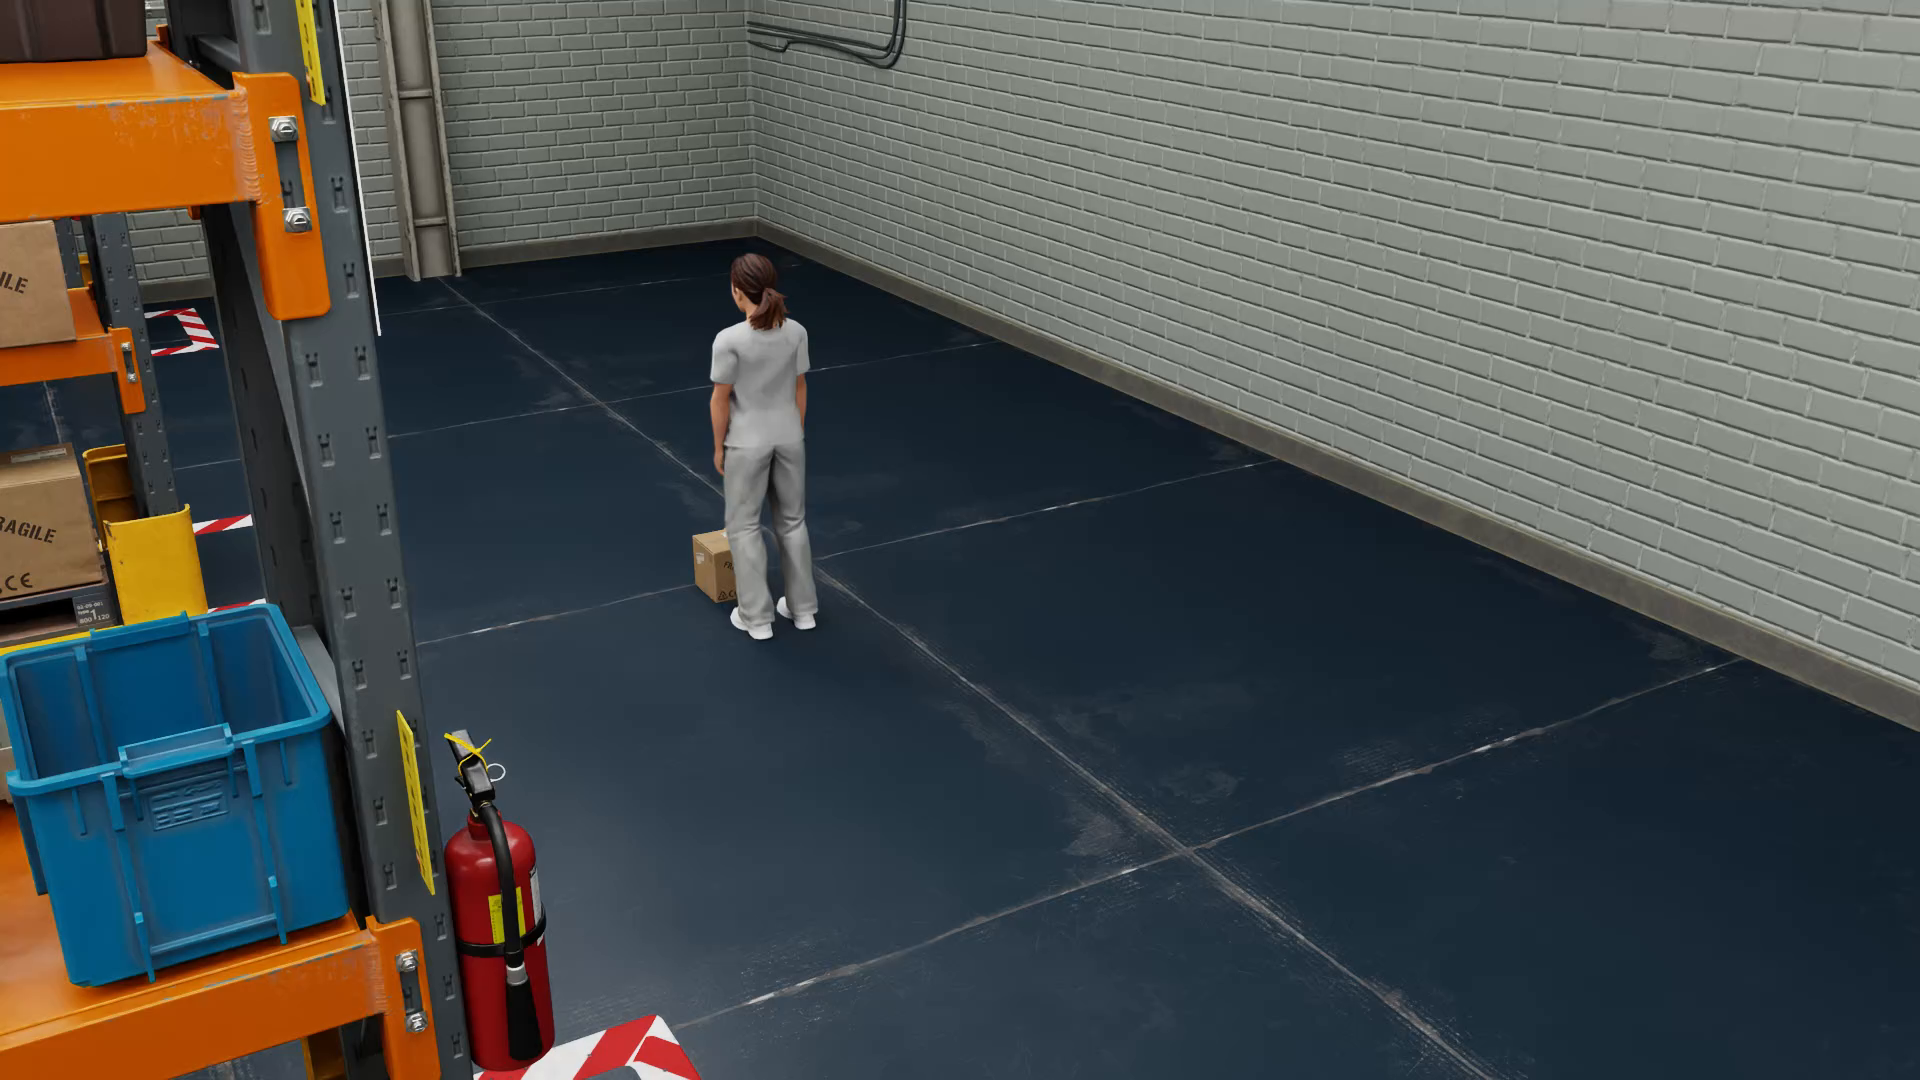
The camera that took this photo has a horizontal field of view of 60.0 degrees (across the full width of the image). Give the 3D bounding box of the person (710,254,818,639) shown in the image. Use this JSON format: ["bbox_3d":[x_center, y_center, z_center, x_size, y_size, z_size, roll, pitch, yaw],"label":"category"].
[{"bbox_3d":[-0.837,-0.387,7.063,0.440,1.673,0.361,-12,25,-27],"label":"person"}]
